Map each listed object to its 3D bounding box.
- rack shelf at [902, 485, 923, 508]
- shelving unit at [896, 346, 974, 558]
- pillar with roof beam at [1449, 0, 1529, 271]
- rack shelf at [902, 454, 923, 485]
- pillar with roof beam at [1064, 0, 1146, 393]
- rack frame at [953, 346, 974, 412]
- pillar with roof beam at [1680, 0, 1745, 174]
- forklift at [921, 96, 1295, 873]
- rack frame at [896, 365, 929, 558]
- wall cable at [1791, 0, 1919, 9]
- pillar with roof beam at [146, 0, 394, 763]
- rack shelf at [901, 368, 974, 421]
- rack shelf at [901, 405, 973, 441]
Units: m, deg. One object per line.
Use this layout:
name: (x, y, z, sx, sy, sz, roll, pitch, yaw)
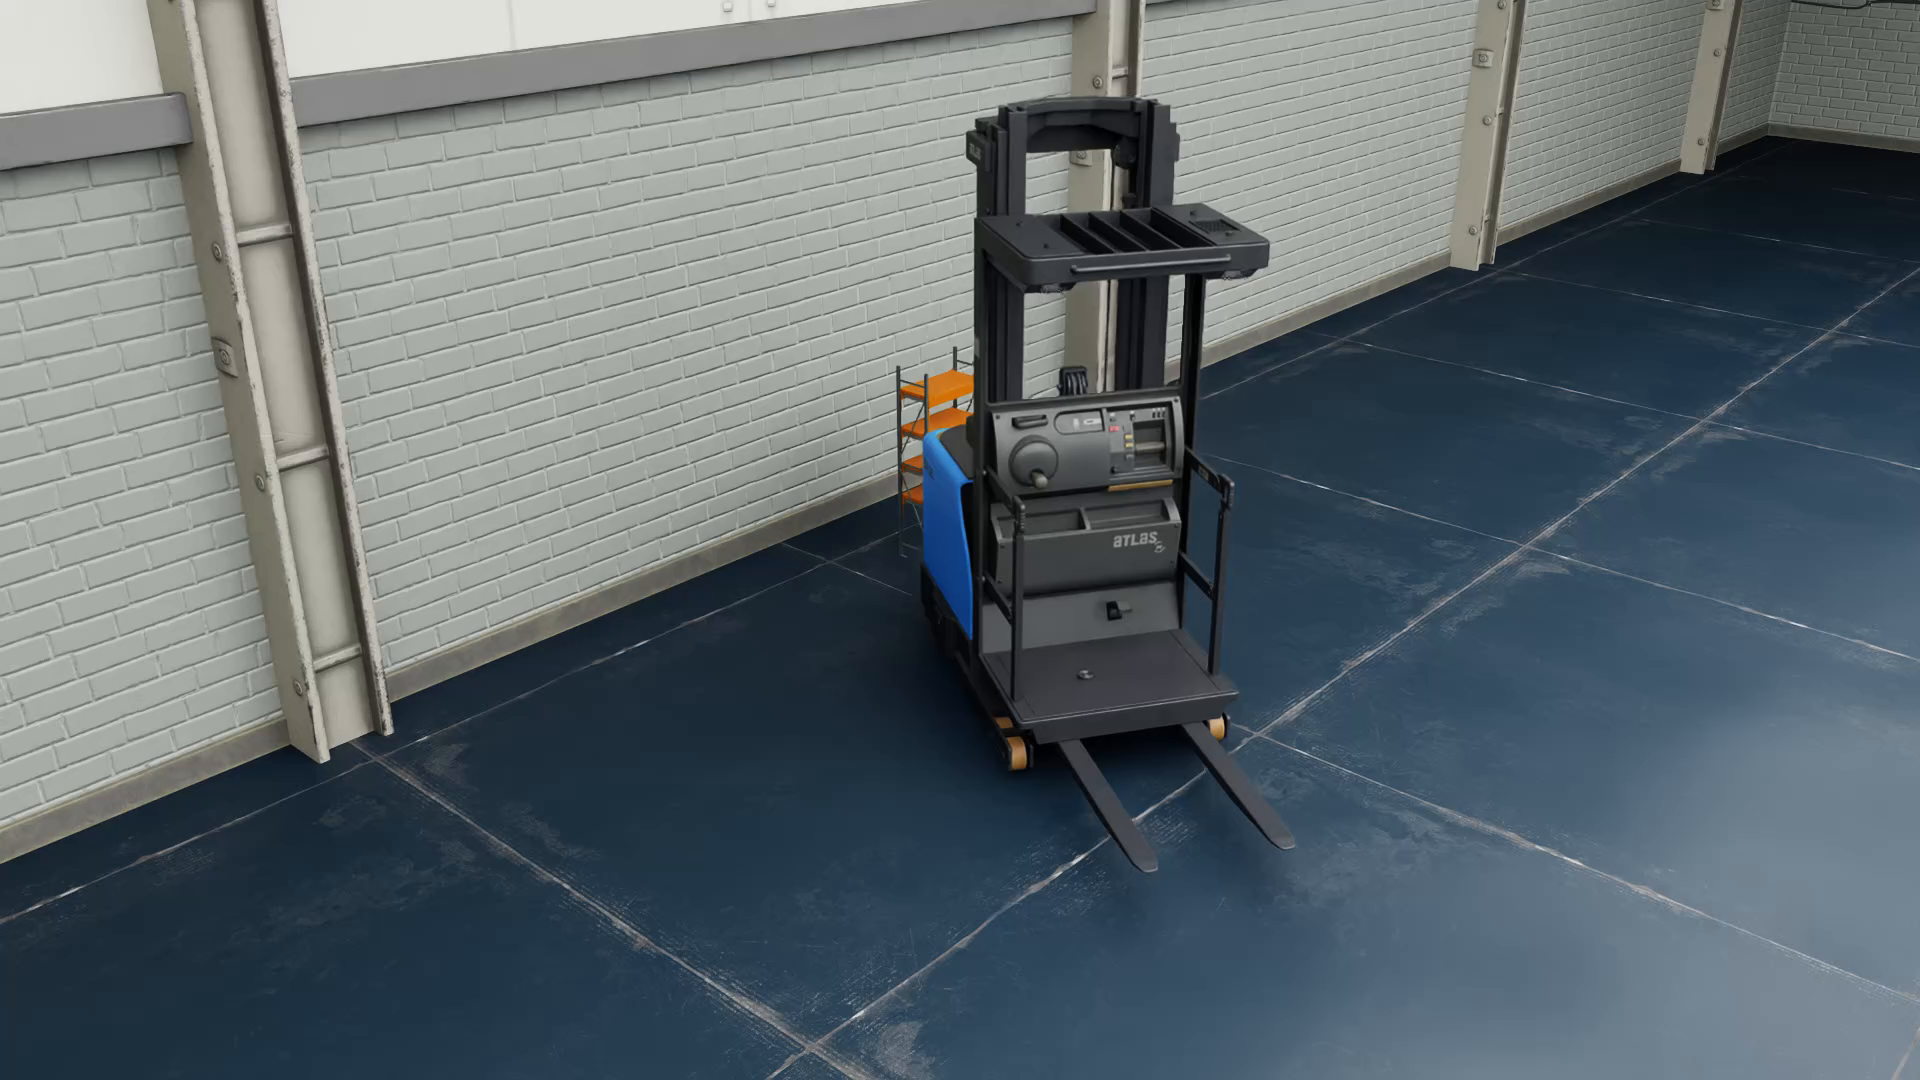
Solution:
rack shelf: (-0.110, -0.254, 10.001, 0.258, 0.148, 0.480, 20, 31, 38)
shelving unit: (-0.110, -0.497, 9.892, 0.258, 1.200, 0.503, 20, 31, 38)
pillar with roof beam: (8.197, -5.628, 11.803, 9.100, 9.000, 0.400, 20, 31, 38)
rack shelf: (-0.110, -0.436, 9.920, 0.258, 0.148, 0.480, 20, 31, 38)
pillar with roof beam: (4.193, -3.800, 7.726, 9.100, 9.000, 0.400, 20, 31, 38)
rack frame: (0.052, -0.571, 10.058, 0.240, 1.200, 0.015, 20, 31, 38)
pillar with roof beam: (12.202, -7.456, 15.880, 9.100, 9.000, 0.400, 20, 31, 38)
forklift: (0.665, -0.426, 7.617, 1.130, 2.935, 3.031, -6, 25, -14)
rack frame: (-0.273, -0.423, 9.726, 0.240, 1.200, 0.015, 20, 31, 38)
wall cable: (11.947, -7.751, 20.334, 3.097, 2.526, 0.112, 20, 31, 38)
pillar with roof beam: (0.188, -1.972, 3.649, 9.100, 9.000, 0.400, 20, 31, 38)
rack shelf: (-0.110, -0.856, 9.731, 0.258, 0.148, 0.480, 20, 31, 38)
rack shelf: (-0.110, -0.640, 9.828, 0.258, 0.148, 0.480, 20, 31, 38)
